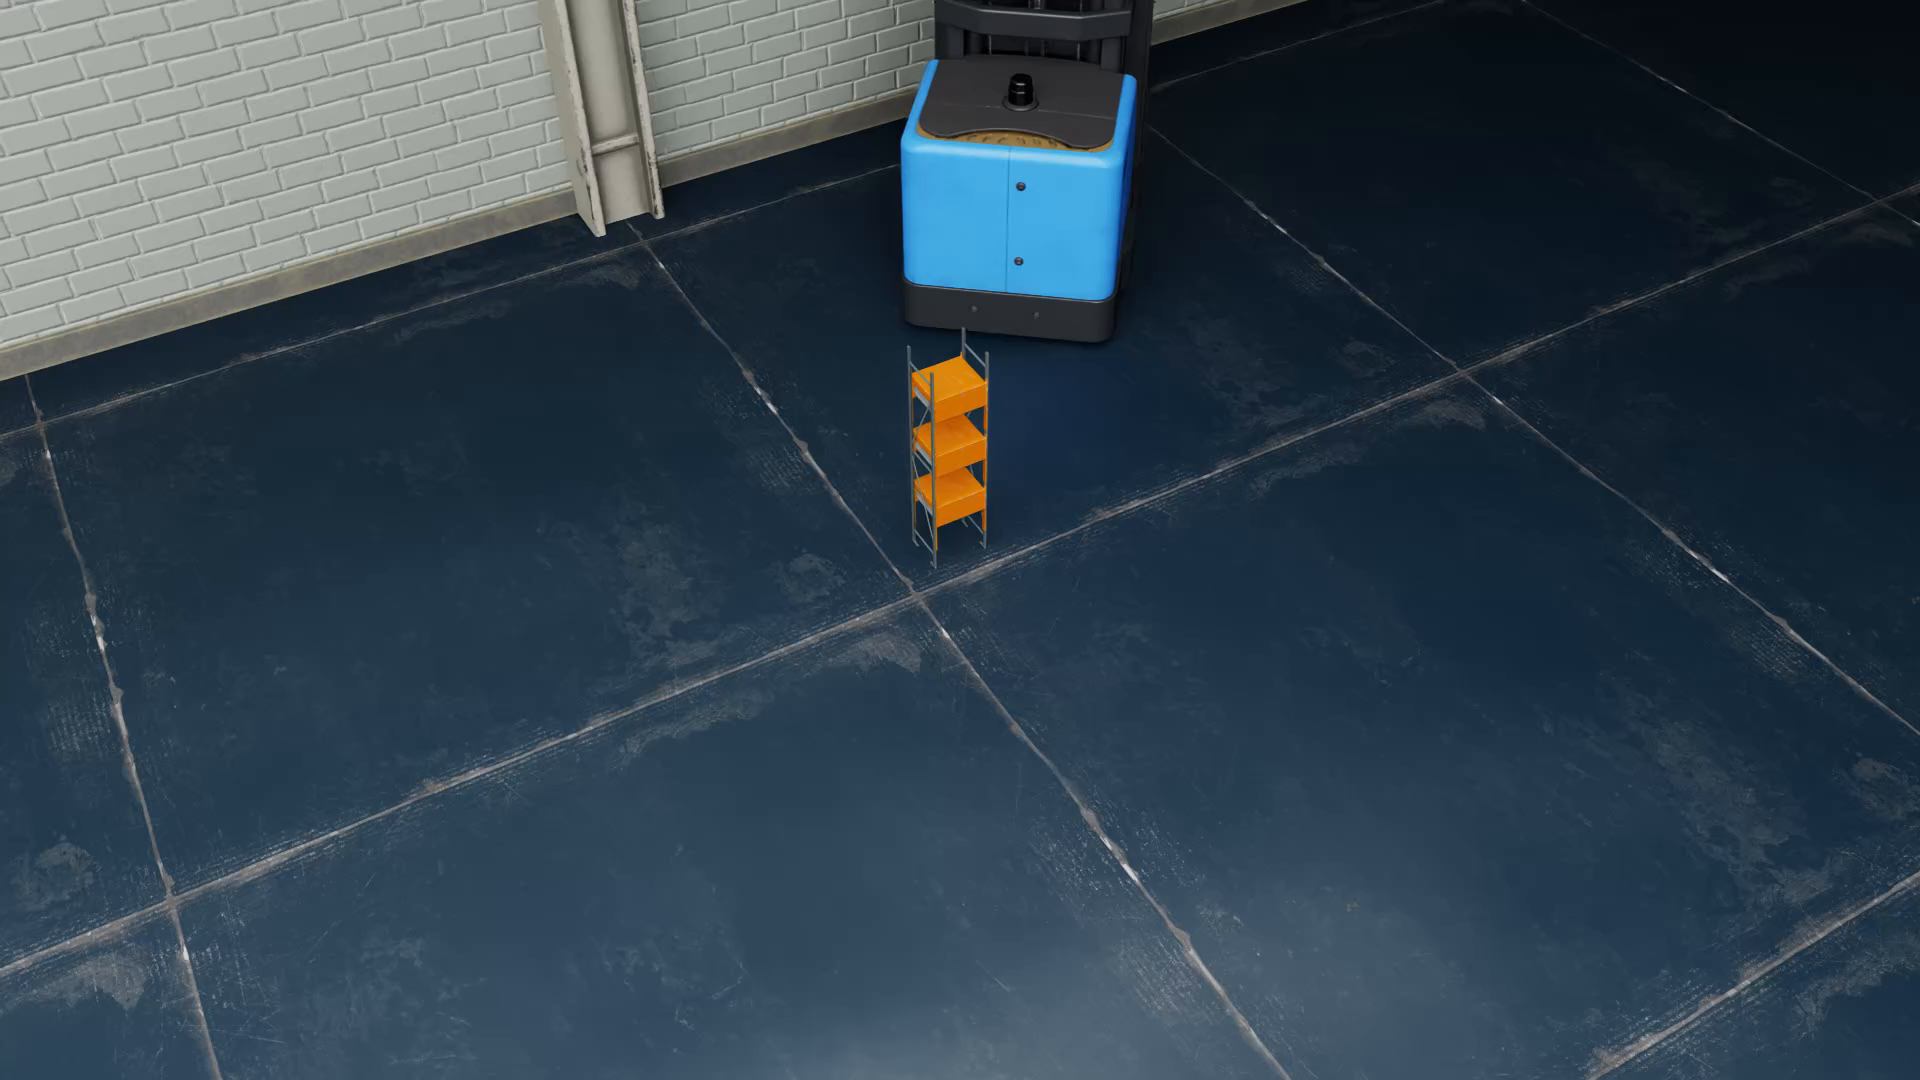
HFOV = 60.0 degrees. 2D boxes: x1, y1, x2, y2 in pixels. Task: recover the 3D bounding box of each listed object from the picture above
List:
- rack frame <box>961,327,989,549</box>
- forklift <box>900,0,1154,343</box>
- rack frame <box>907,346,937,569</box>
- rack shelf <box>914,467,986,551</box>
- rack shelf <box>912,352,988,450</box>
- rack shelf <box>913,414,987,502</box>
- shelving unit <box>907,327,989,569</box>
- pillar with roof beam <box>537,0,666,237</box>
[{"bbox_3d":[0.059,-0.400,6.838,0.008,1.050,0.200,-22,48,-21],"label":"rack frame"},{"bbox_3d":[0.454,-3.045,8.212,1.130,2.935,3.031,6,44,6],"label":"forklift"},{"bbox_3d":[-0.152,-0.316,6.751,0.008,1.050,0.200,-22,48,-21],"label":"rack frame"},{"bbox_3d":[-0.046,-0.151,6.996,0.240,0.259,0.215,-22,48,-21],"label":"rack shelf"},{"bbox_3d":[-0.046,-0.554,6.604,0.240,0.259,0.215,-22,48,-21],"label":"rack shelf"},{"bbox_3d":[-0.046,-0.351,6.802,0.240,0.259,0.215,-22,48,-21],"label":"rack shelf"},{"bbox_3d":[-0.046,-0.358,6.795,0.252,1.050,0.215,-22,48,-21],"label":"shelving unit"},{"bbox_3d":[0.308,-2.401,3.192,0.400,9.000,9.100,-22,48,-21],"label":"pillar with roof beam"}]
